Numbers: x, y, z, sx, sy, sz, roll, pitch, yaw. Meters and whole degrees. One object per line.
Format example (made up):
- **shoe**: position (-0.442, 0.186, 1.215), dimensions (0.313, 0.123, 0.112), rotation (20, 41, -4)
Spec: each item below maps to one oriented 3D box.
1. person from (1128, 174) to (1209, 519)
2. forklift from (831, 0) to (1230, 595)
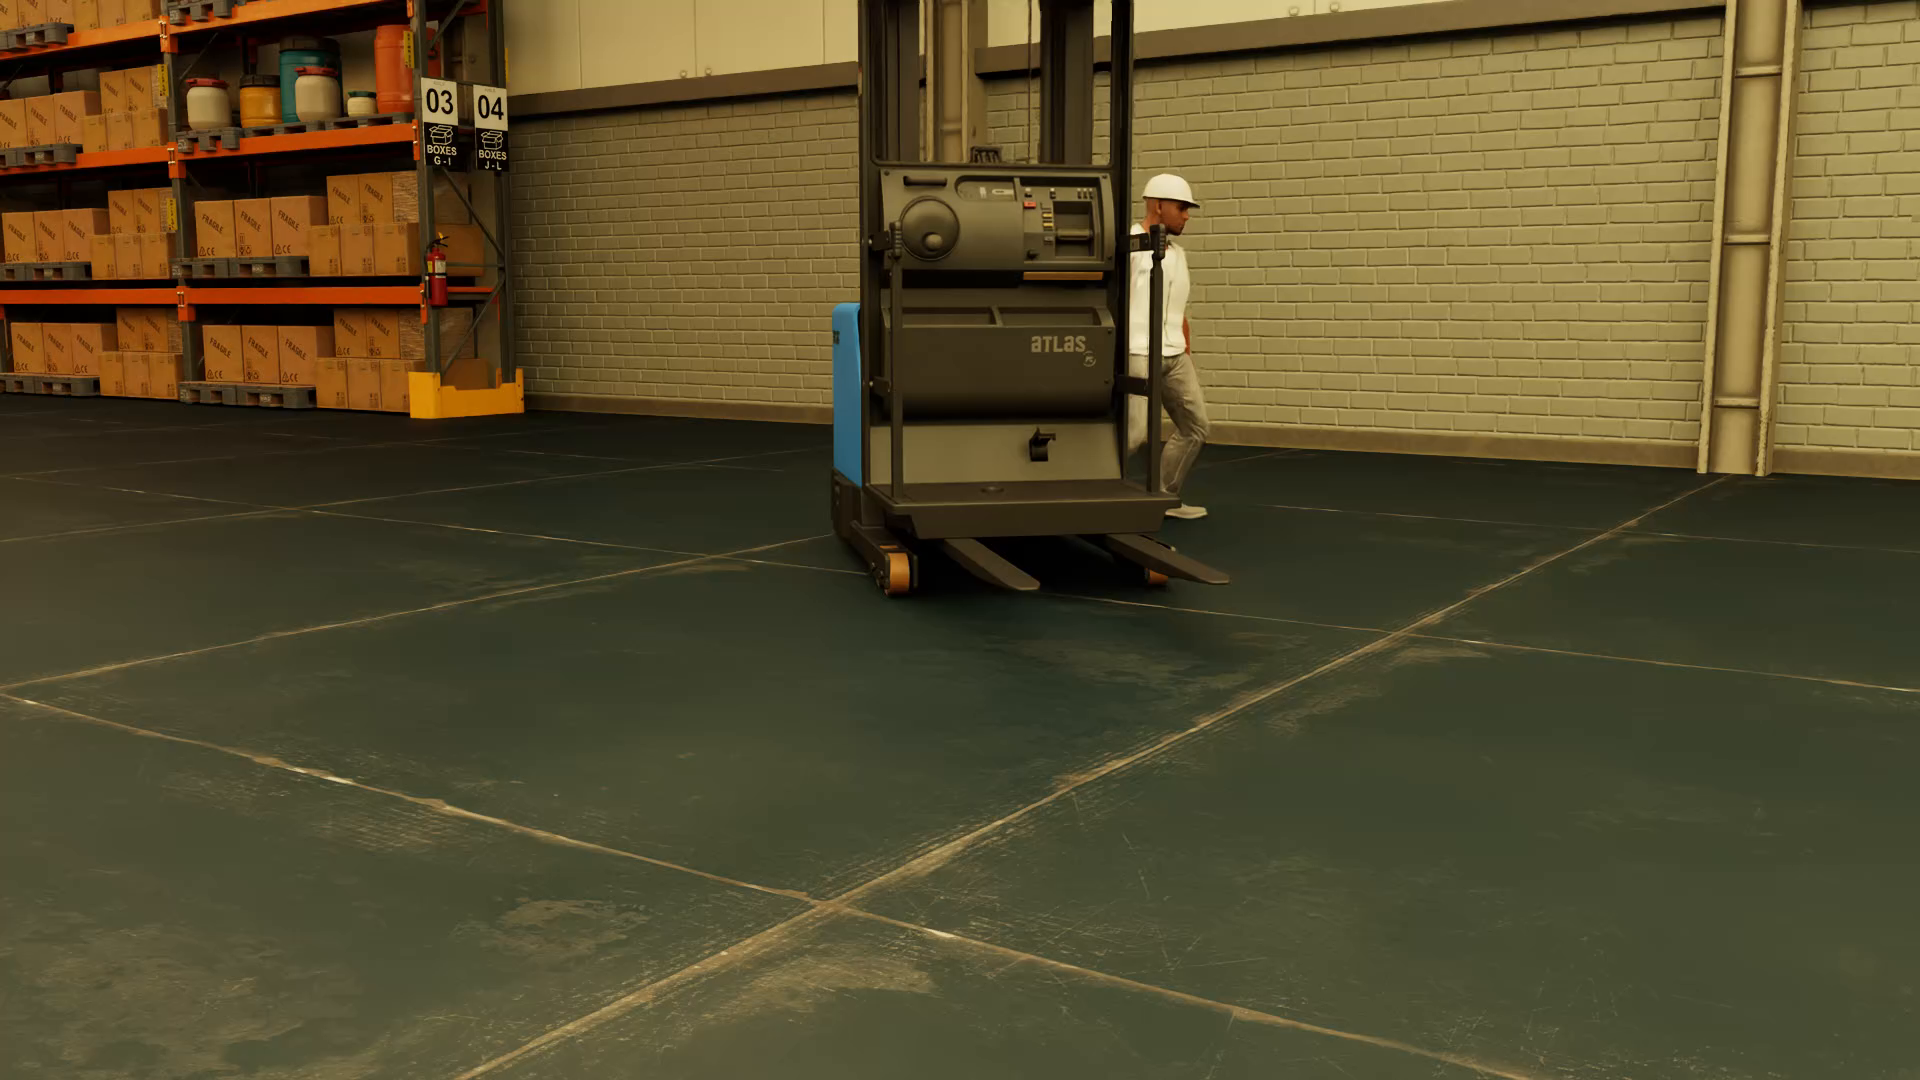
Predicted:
- **person**: position (0.830, -0.909, 8.098), dimensions (0.897, 1.718, 0.502), rotation (-7, 10, -39)
- **forklift**: position (0.197, -1.300, 6.337), dimensions (1.130, 2.935, 3.031), rotation (-2, 8, -12)
